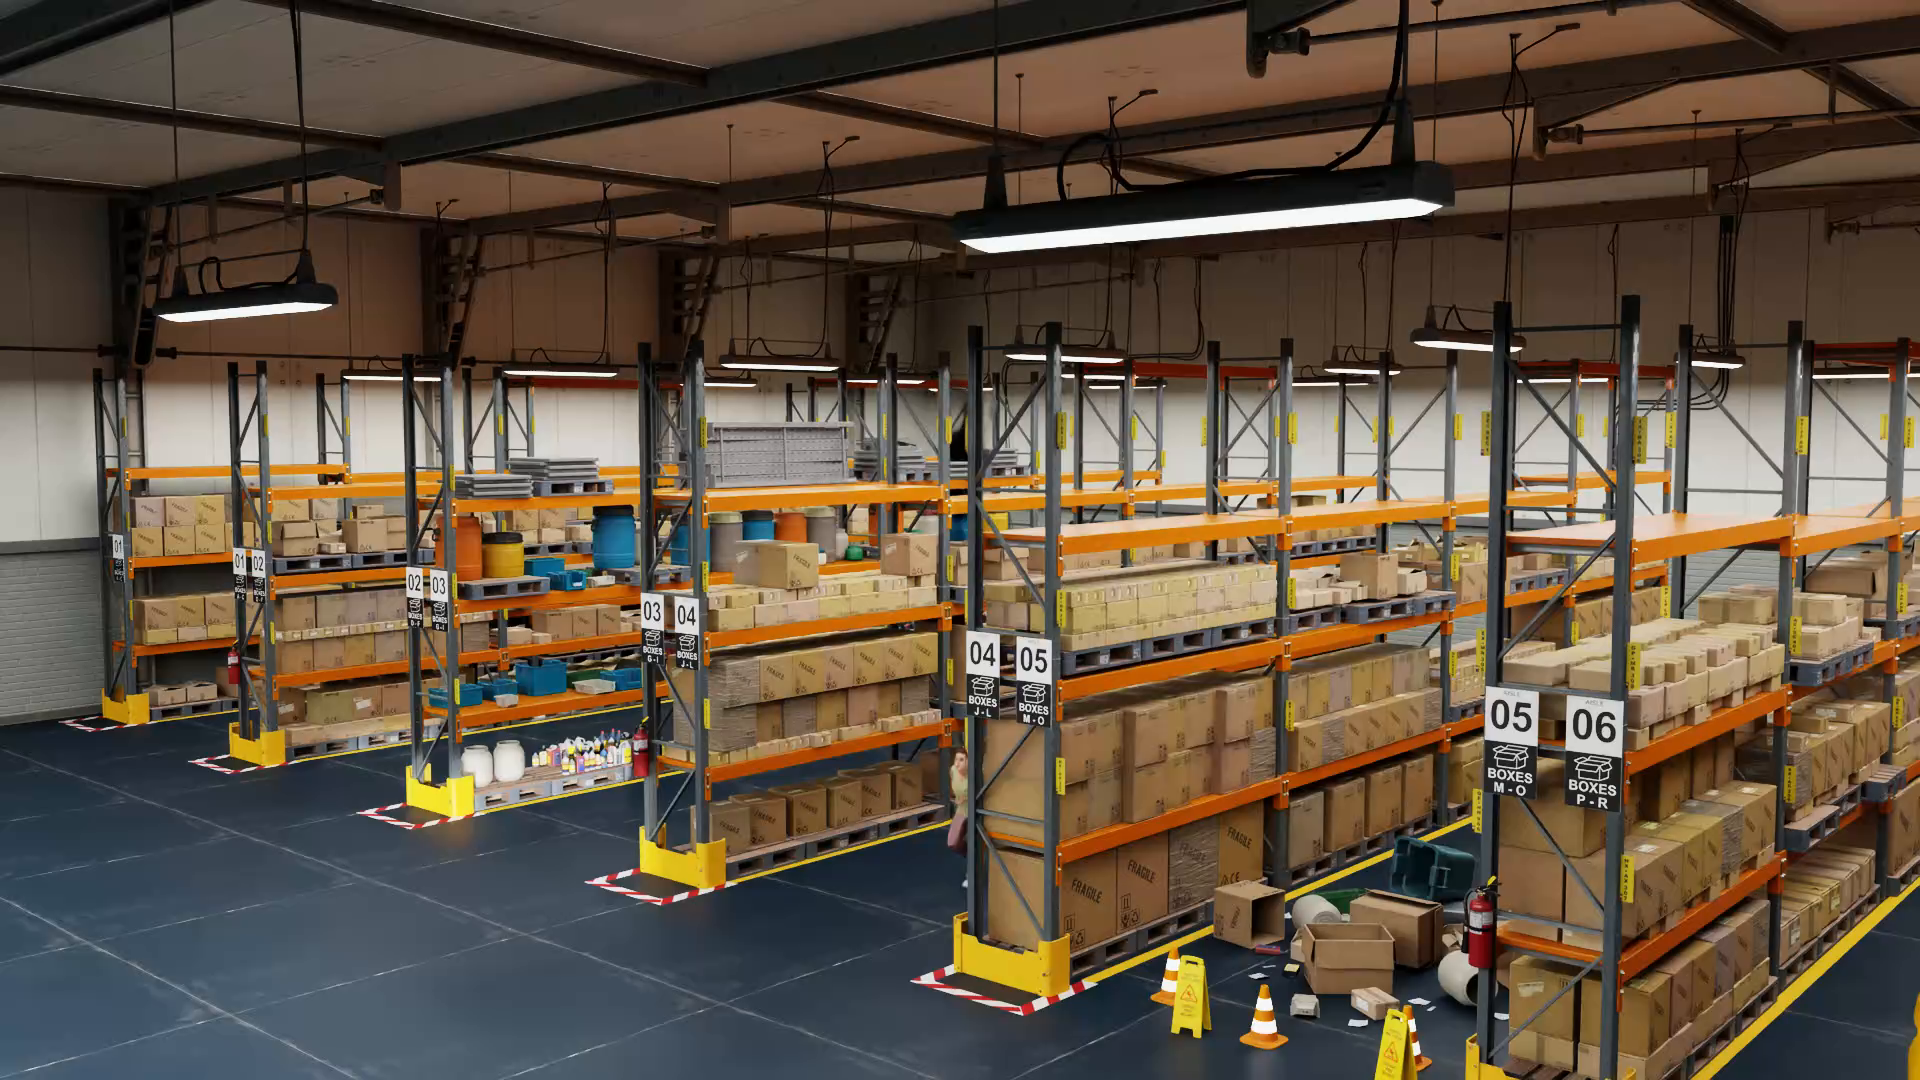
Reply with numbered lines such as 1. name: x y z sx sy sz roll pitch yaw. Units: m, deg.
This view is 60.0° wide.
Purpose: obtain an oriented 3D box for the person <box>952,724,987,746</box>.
1. person: 0.177 2.362 24.786 0.579 1.697 1.013 3 5 36

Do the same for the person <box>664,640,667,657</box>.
1. person: -5.890 1.858 32.926 0.667 1.786 0.956 3 5 37

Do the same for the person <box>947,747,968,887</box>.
1. person: 0.071 3.036 18.196 0.568 1.594 0.672 2 5 26
